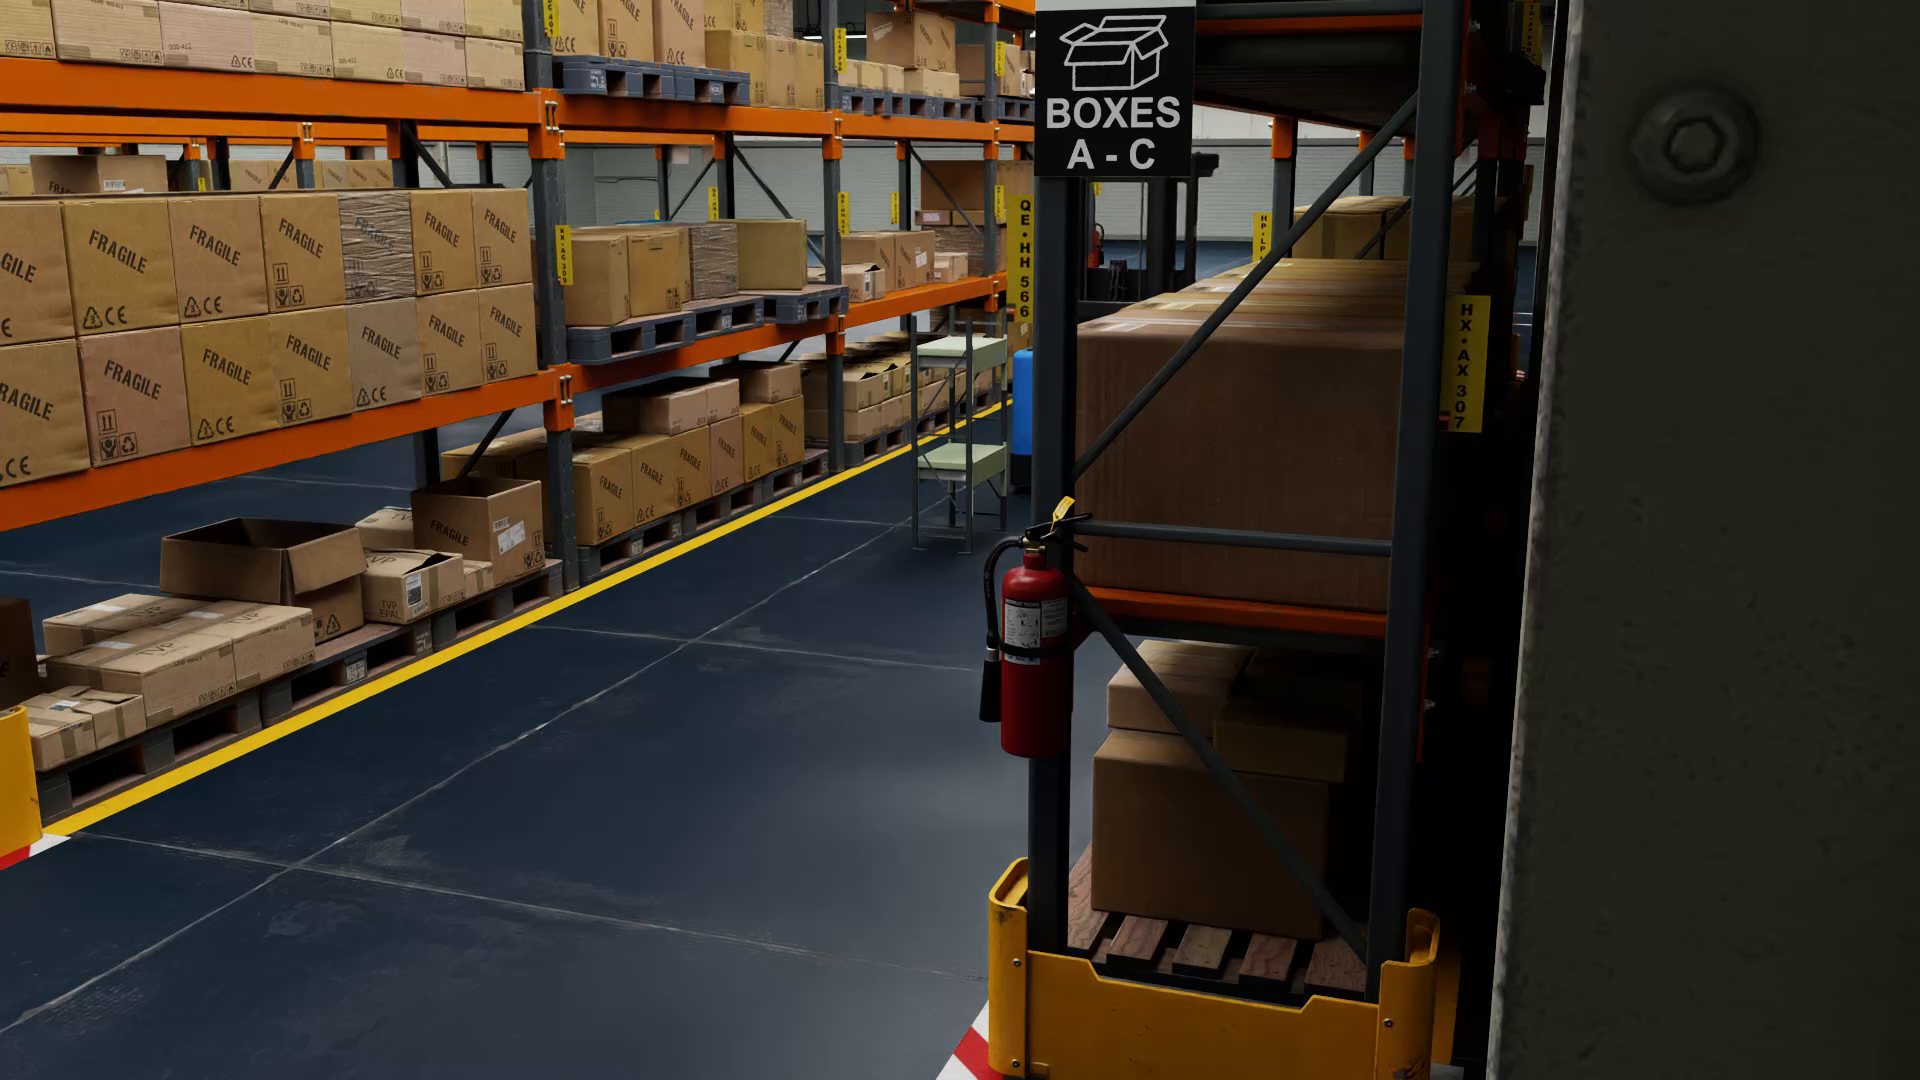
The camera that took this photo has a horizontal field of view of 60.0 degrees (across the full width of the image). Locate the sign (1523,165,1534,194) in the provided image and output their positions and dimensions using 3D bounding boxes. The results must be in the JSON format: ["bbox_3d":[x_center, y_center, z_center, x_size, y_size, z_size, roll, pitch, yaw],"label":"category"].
[{"bbox_3d":[6.373,-4.043,18.646,0.100,0.325,0.005,4,14,18],"label":"sign"}]

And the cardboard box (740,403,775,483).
[{"bbox_3d":[-1.671,-0.713,11.998,0.500,0.500,0.500,4,13,16],"label":"cardboard box"}]

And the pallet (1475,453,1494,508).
[{"bbox_3d":[3.520,-0.489,12.655,1.003,0.211,1.213,4,14,18],"label":"pallet"}]

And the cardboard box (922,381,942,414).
[{"bbox_3d":[-0.485,-1.317,15.251,0.500,0.250,0.500,5,14,20],"label":"cardboard box"}]

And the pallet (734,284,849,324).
[{"bbox_3d":[-1.576,-1.798,12.557,1.213,0.211,1.003,4,14,18],"label":"pallet"}]

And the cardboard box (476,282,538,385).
[{"bbox_3d":[-2.636,-1.122,8.940,0.500,0.500,0.500,5,14,19],"label":"cardboard box"}]

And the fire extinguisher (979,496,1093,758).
[{"bbox_3d":[0.192,0.219,4.301,0.296,0.674,0.183,4,14,18],"label":"fire extinguisher"}]

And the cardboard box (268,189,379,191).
[{"bbox_3d":[-3.302,-1.546,8.549,0.500,0.500,0.500,4,13,17],"label":"cardboard box"}]

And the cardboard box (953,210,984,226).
[{"bbox_3d":[0.142,-3.289,16.977,0.380,0.149,0.250,4,14,18],"label":"cardboard box"}]

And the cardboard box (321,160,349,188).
[{"bbox_3d":[-8.471,-4.775,22.027,0.500,0.500,0.500,4,14,18],"label":"cardboard box"}]

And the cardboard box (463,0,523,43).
[{"bbox_3d":[-2.617,-2.709,8.586,0.500,0.250,0.500,4,14,18],"label":"cardboard box"}]

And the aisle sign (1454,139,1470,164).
[{"bbox_3d":[5.593,-4.672,18.876,0.394,0.787,0.004,4,14,18],"label":"aisle sign"}]

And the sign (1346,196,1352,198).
[{"bbox_3d":[2.749,-2.247,11.667,0.100,0.325,0.005,4,14,18],"label":"sign"}]

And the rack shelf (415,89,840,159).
[{"bbox_3d":[-2.070,-2.730,11.085,1.077,0.370,4.000,4,14,18],"label":"rack shelf"}]

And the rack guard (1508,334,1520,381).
[{"bbox_3d":[5.829,-2.134,19.212,1.175,0.500,0.348,4,14,18],"label":"rack guard"}]

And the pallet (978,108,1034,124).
[{"bbox_3d":[0.519,-4.739,18.466,1.003,0.211,1.213,4,14,18],"label":"pallet"}]

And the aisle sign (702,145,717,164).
[{"bbox_3d":[-3.216,-5.343,21.813,0.394,0.787,0.004,4,14,18],"label":"aisle sign"}]

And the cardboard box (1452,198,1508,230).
[{"bbox_3d":[3.193,-2.030,10.517,0.500,0.250,0.500,4,13,17],"label":"cardboard box"}]

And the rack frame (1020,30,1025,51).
[{"bbox_3d":[1.166,-6.649,19.896,1.000,3.000,0.127,4,14,18],"label":"rack frame"}]

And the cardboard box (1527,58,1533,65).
[{"bbox_3d":[4.989,-4.617,15.218,0.500,0.500,0.500,5,14,20],"label":"cardboard box"}]

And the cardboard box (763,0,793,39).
[{"bbox_3d":[-1.570,-3.947,12.327,0.500,0.500,0.500,4,14,18],"label":"cardboard box"}]

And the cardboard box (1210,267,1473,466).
[{"bbox_3d":[1.539,-0.721,6.734,0.980,0.700,0.700,4,13,17],"label":"cardboard box"}]

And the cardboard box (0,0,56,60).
[{"bbox_3d":[-3.604,-1.834,5.880,0.500,0.250,0.500,4,14,18],"label":"cardboard box"}]

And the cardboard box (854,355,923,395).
[{"bbox_3d":[-0.646,-1.485,14.728,0.500,0.311,0.500,4,13,17],"label":"cardboard box"}]

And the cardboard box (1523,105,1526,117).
[{"bbox_3d":[4.957,-4.132,15.339,0.500,0.500,0.500,5,14,20],"label":"cardboard box"}]

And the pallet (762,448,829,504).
[{"bbox_3d":[-1.700,-0.526,12.817,1.003,0.211,1.213,4,14,18],"label":"pallet"}]

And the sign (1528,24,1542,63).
[{"bbox_3d":[5.086,-4.393,14.707,0.100,0.325,0.005,4,14,18],"label":"sign"}]

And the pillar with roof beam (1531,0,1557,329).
[{"bbox_3d":[4.314,-7.657,24.311,9.100,9.000,0.400,4,14,18],"label":"pillar with roof beam"}]

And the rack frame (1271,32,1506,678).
[{"bbox_3d":[1.971,-0.842,7.934,1.000,3.000,0.127,4,14,18],"label":"rack frame"}]

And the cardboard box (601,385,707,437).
[{"bbox_3d":[-2.006,-0.854,10.931,0.500,0.250,0.500,4,14,19],"label":"cardboard box"}]

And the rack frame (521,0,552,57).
[{"bbox_3d":[-2.717,-4.122,8.826,1.000,3.000,0.127,4,14,18],"label":"rack frame"}]

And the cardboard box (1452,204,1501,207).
[{"bbox_3d":[2.687,-1.705,9.095,0.500,0.250,0.500,4,13,17],"label":"cardboard box"}]

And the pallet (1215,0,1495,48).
[{"bbox_3d":[1.300,-1.833,5.737,1.003,0.211,1.213,4,14,18],"label":"pallet"}]

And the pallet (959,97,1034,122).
[{"bbox_3d":[0.123,-4.483,17.344,1.003,0.211,1.213,4,14,18],"label":"pallet"}]

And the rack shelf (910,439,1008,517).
[{"bbox_3d":[0.002,-0.415,10.900,0.431,0.370,0.720,4,14,18],"label":"rack shelf"}]

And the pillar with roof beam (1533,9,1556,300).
[{"bbox_3d":[6.255,-8.920,29.846,9.100,9.000,0.400,4,14,18],"label":"pillar with roof beam"}]

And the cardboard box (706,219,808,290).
[{"bbox_3d":[-1.520,-2.152,12.509,0.700,0.500,0.500,0,13,-1],"label":"cardboard box"}]

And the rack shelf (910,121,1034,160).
[{"bbox_3d":[0.518,-4.415,18.464,1.077,0.370,4.000,4,14,18],"label":"rack shelf"}]

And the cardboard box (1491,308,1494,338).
[{"bbox_3d":[2.687,-1.340,9.179,0.500,0.500,0.500,4,13,17],"label":"cardboard box"}]

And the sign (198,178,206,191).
[{"bbox_3d":[-8.975,-4.121,19.701,0.100,0.325,0.005,4,14,18],"label":"sign"}]

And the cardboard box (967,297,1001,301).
[{"bbox_3d":[0.146,-2.435,18.466,0.500,0.500,0.500,4,14,18],"label":"cardboard box"}]

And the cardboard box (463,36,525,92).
[{"bbox_3d":[-2.623,-2.465,8.644,0.500,0.250,0.500,4,14,18],"label":"cardboard box"}]

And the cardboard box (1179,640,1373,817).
[{"bbox_3d":[1.133,0.649,6.079,0.700,0.500,0.500,4,13,17],"label":"cardboard box"}]

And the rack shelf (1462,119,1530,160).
[{"bbox_3d":[5.207,-4.059,16.905,1.077,0.370,4.000,4,14,18],"label":"rack shelf"}]

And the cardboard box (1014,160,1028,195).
[{"bbox_3d":[0.334,-3.869,18.057,0.700,0.500,0.500,4,14,18],"label":"cardboard box"}]

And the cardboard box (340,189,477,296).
[{"bbox_3d":[-2.799,-1.500,8.349,0.500,0.500,0.500,4,13,17],"label":"cardboard box"}]

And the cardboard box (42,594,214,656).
[{"bbox_3d":[-3.733,0.441,7.507,0.500,0.250,0.500,4,14,18],"label":"cardboard box"}]

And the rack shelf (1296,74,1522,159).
[{"bbox_3d":[2.618,-2.374,9.525,1.077,0.370,4.000,4,14,18],"label":"rack shelf"}]

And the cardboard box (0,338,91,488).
[{"bbox_3d":[-3.618,-0.478,6.118,0.500,0.500,0.500,5,14,20],"label":"cardboard box"}]

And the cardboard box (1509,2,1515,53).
[{"bbox_3d":[3.041,-3.188,10.259,0.700,0.500,0.500,4,13,15],"label":"cardboard box"}]

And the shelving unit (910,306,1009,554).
[{"bbox_3d":[0.002,-0.733,10.827,0.431,1.500,0.755,4,14,18],"label":"shelving unit"}]

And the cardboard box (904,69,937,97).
[{"bbox_3d":[-0.512,-4.231,15.436,0.500,0.250,0.500,3,13,13],"label":"cardboard box"}]

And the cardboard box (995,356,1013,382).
[{"bbox_3d":[0.308,-1.822,17.465,0.500,0.250,0.500,4,14,18],"label":"cardboard box"}]

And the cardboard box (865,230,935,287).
[{"bbox_3d":[-0.563,-2.659,15.673,0.500,0.500,0.500,5,14,22],"label":"cardboard box"}]

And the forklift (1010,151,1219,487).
[{"bbox_3d":[1.404,-2.034,13.314,1.130,2.935,3.031,5,14,22],"label":"forklift"}]

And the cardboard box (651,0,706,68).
[{"bbox_3d":[-2.055,-3.344,10.763,0.600,0.600,0.600,4,13,16],"label":"cardboard box"}]

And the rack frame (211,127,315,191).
[{"bbox_3d":[-6.109,-2.397,14.749,1.000,3.000,0.127,4,14,18],"label":"rack frame"}]

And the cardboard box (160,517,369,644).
[{"bbox_3d":[-3.320,0.201,7.987,0.797,0.503,0.637,4,14,18],"label":"cardboard box"}]

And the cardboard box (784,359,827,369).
[{"bbox_3d":[-1.324,-1.415,14.422,0.500,0.311,0.500,4,13,18],"label":"cardboard box"}]

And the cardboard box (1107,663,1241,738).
[{"bbox_3d":[0.678,0.504,5.257,0.380,0.149,0.250,4,14,18],"label":"cardboard box"}]
